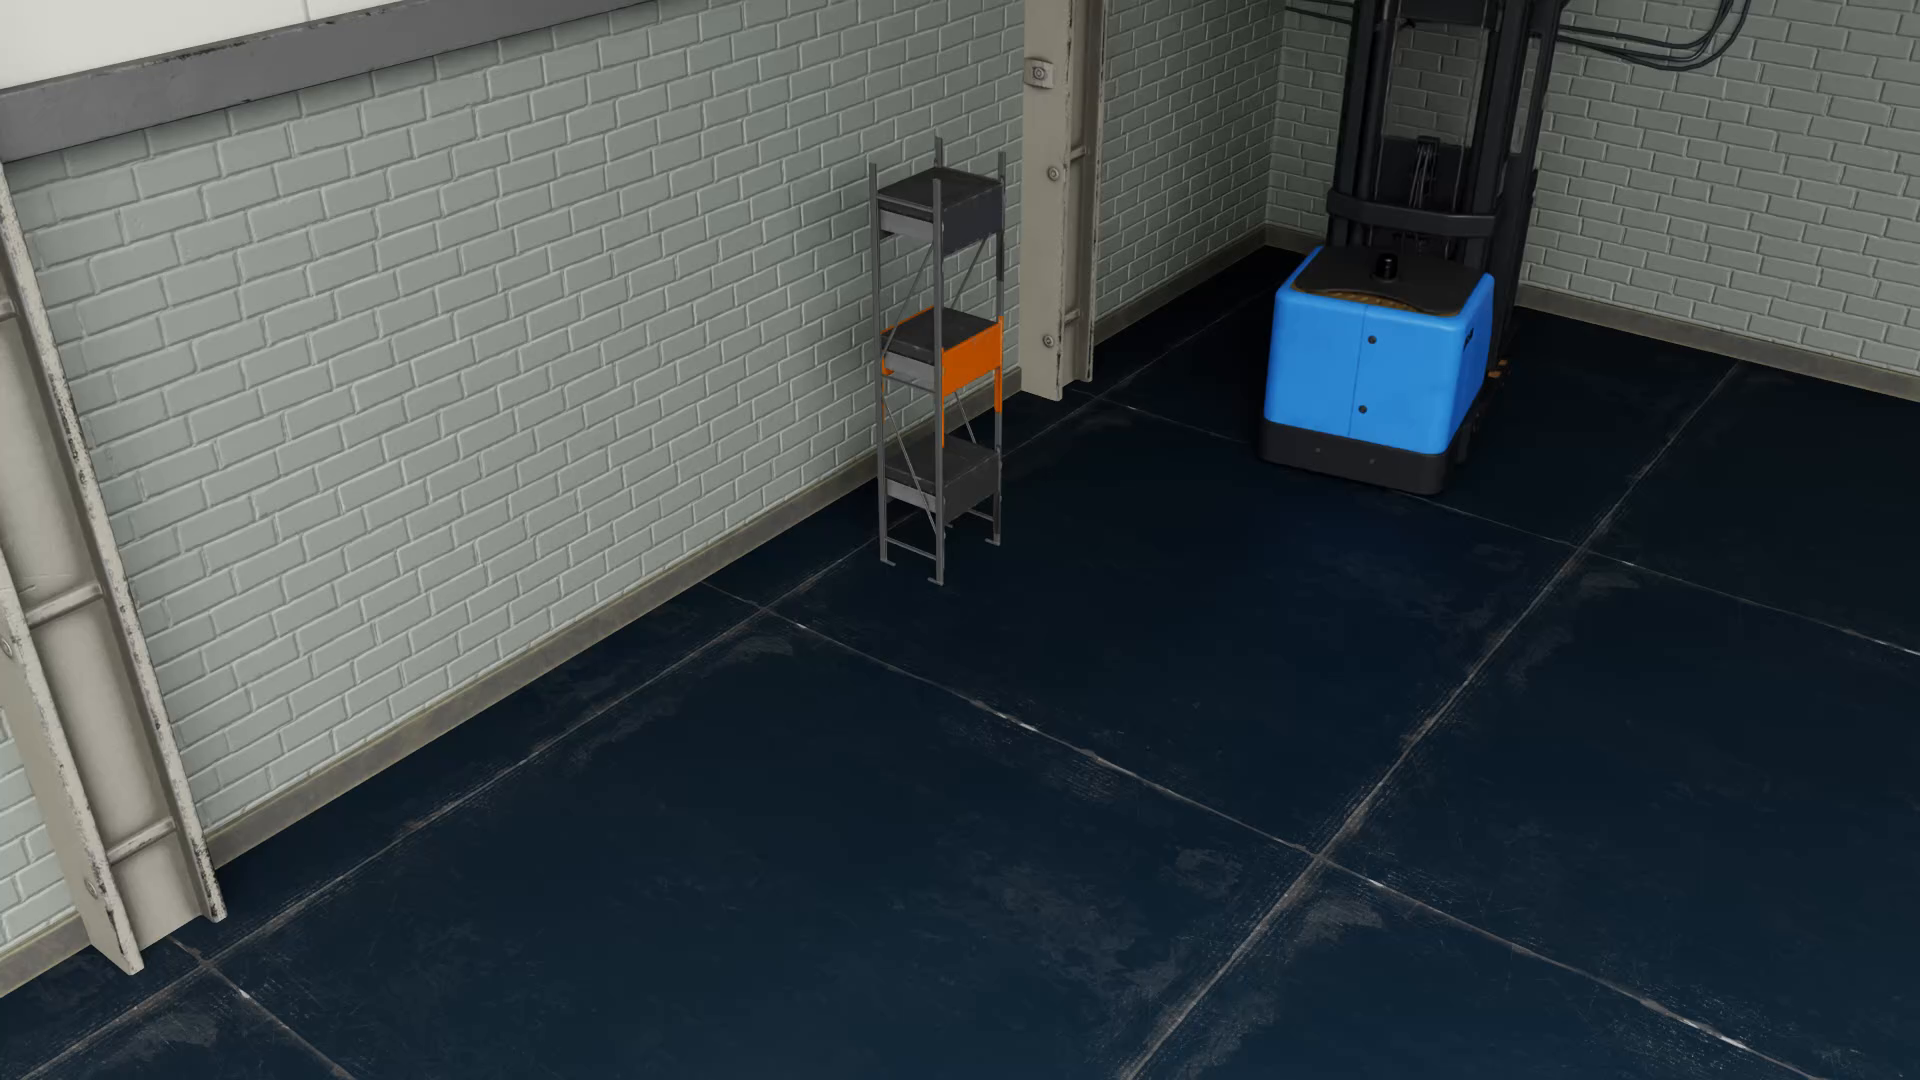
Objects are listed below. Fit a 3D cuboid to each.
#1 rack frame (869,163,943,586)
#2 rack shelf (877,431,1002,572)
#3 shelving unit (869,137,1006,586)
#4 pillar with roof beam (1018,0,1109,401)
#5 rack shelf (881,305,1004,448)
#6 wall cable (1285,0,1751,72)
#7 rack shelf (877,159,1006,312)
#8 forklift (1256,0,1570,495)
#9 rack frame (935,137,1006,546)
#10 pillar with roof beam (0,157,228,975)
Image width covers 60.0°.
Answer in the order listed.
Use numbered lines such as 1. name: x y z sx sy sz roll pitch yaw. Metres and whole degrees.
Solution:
1. rack frame: -0.247 -0.737 7.934 0.400 2.100 0.015 21 37 31
2. rack shelf: -0.100 -0.222 8.465 0.431 0.518 0.480 21 37 31
3. shelving unit: -0.100 -0.836 8.101 0.431 2.100 0.503 21 37 31
4. pillar with roof beam: 4.025 -3.523 5.868 9.100 9.000 0.400 21 37 31
5. rack shelf: -0.100 -0.824 8.108 0.431 0.518 0.480 21 37 31
6. wall cable: 3.426 -4.302 10.229 3.097 2.526 0.112 21 37 31
7. rack shelf: -0.100 -1.426 7.751 0.431 0.518 0.480 21 37 31
8. forklift: 2.796 -2.234 9.645 1.130 2.935 3.031 14 34 23
9. rack frame: 0.047 -0.935 8.268 0.400 2.100 0.015 21 37 31
10. pillar with roof beam: 0.404 -1.084 1.752 9.100 9.000 0.400 21 37 31
